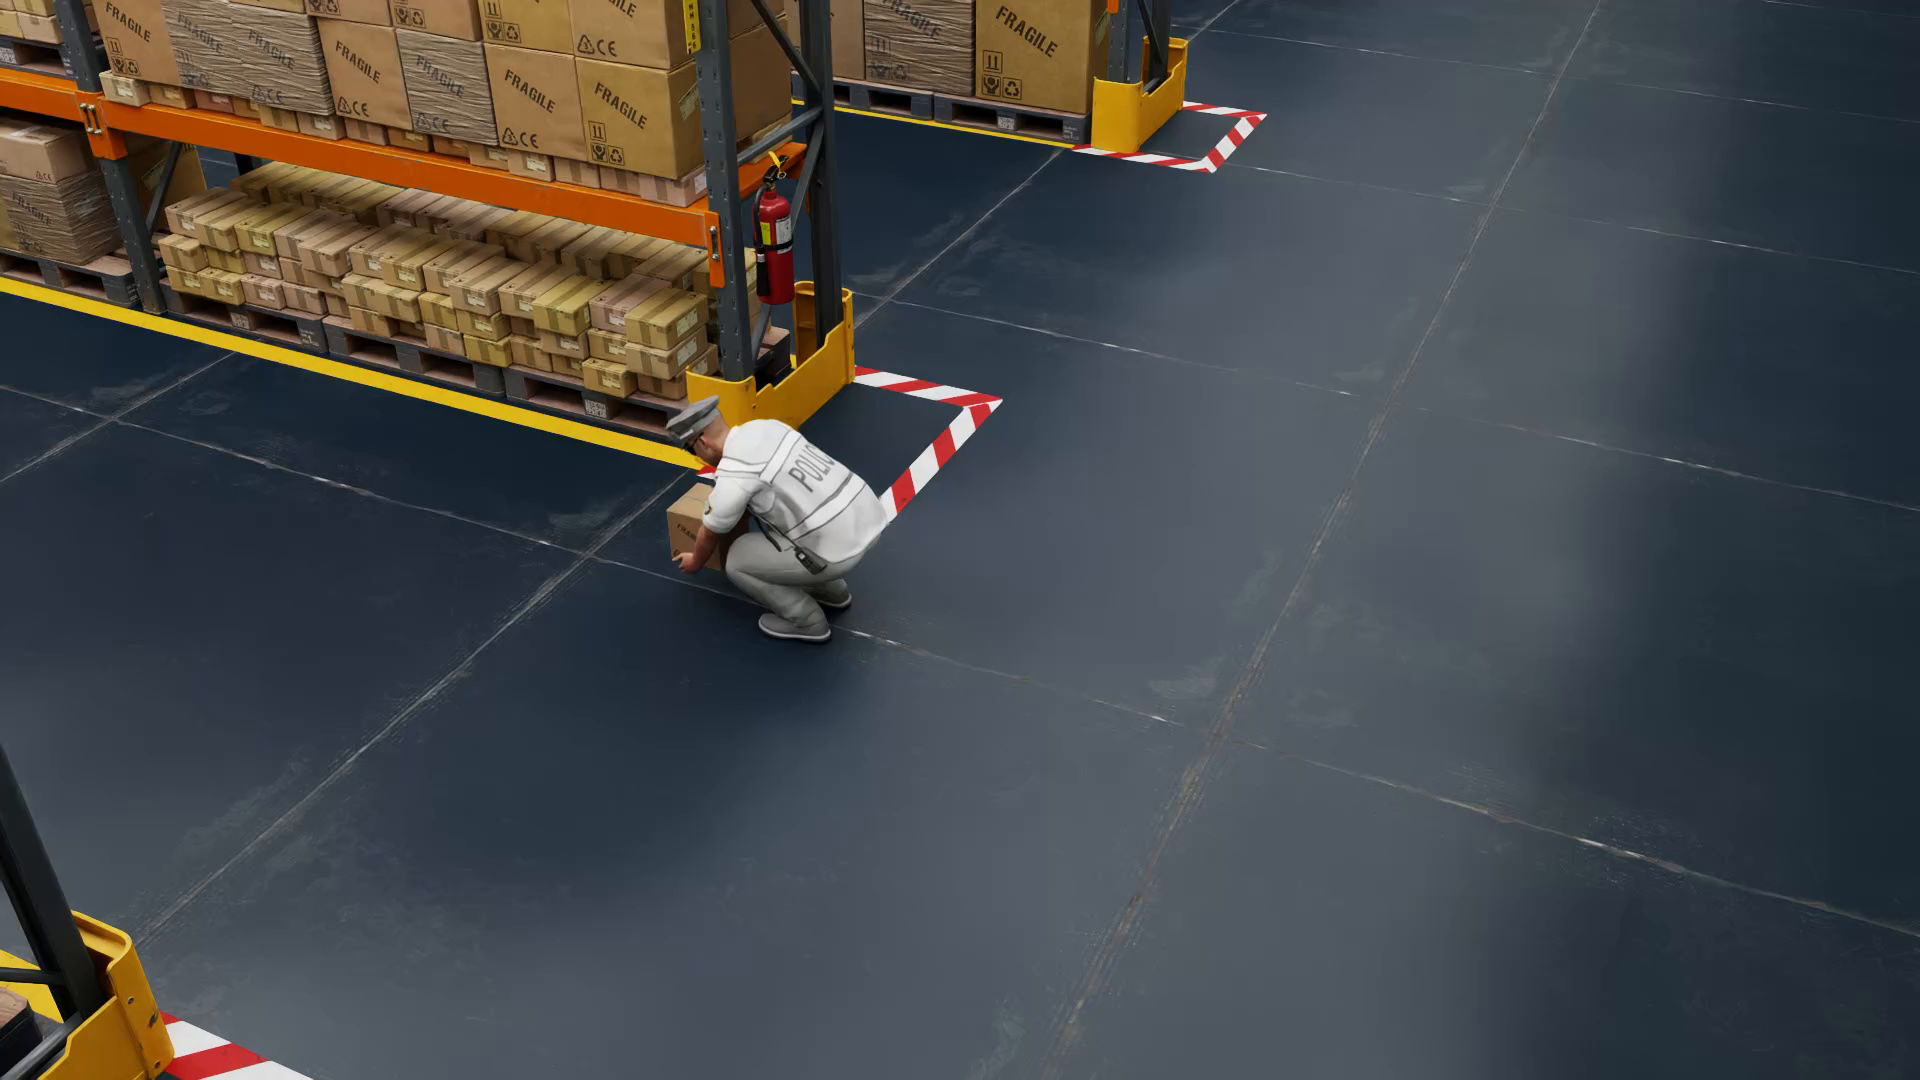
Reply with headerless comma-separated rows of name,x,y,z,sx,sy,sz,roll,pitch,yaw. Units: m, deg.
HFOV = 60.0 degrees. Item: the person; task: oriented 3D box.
person,-0.771,-0.106,6.976,0.910,1.009,0.557,14,36,20
